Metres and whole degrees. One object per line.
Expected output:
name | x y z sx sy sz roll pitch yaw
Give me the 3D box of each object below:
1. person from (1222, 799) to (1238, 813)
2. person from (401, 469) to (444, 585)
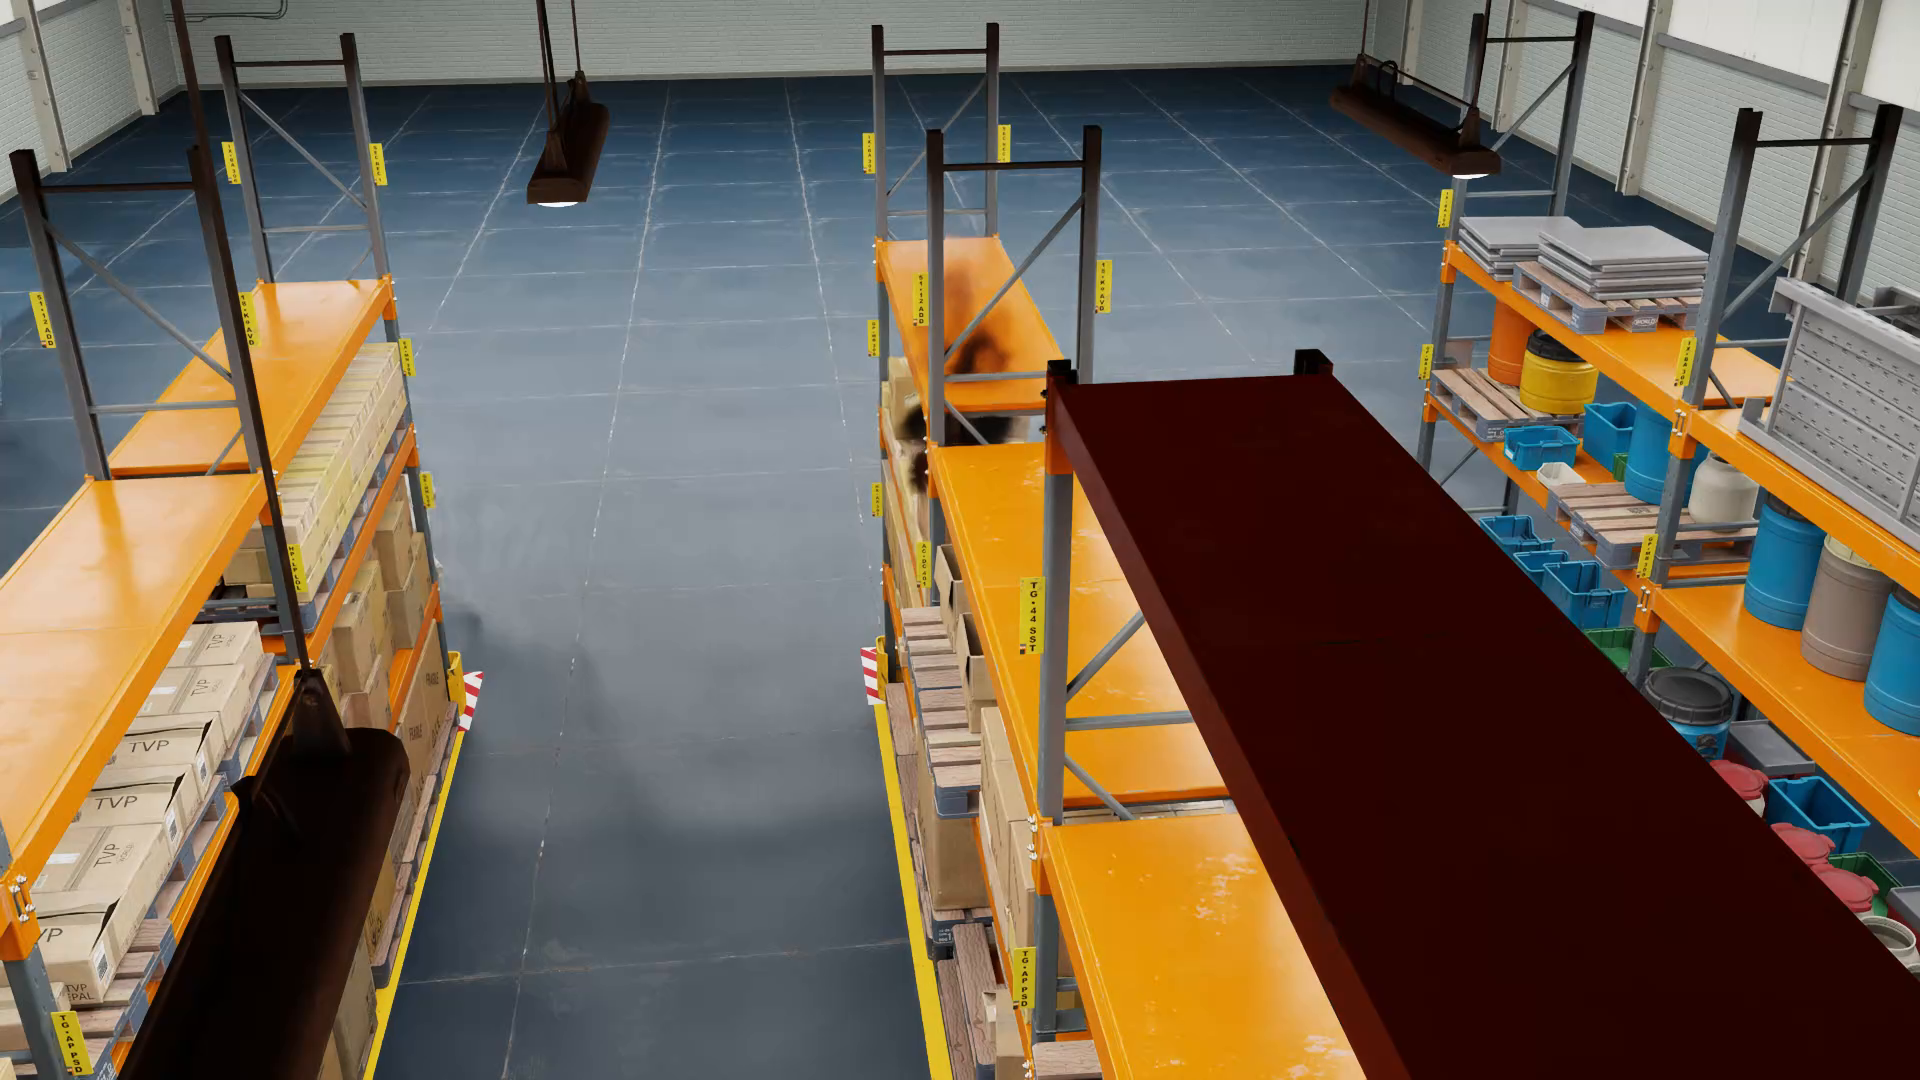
person | 1.865 2.224 11.803 0.617 1.667 0.958 -7 26 -14
person | -5.630 -0.134 16.931 0.612 1.633 0.615 17 30 31
